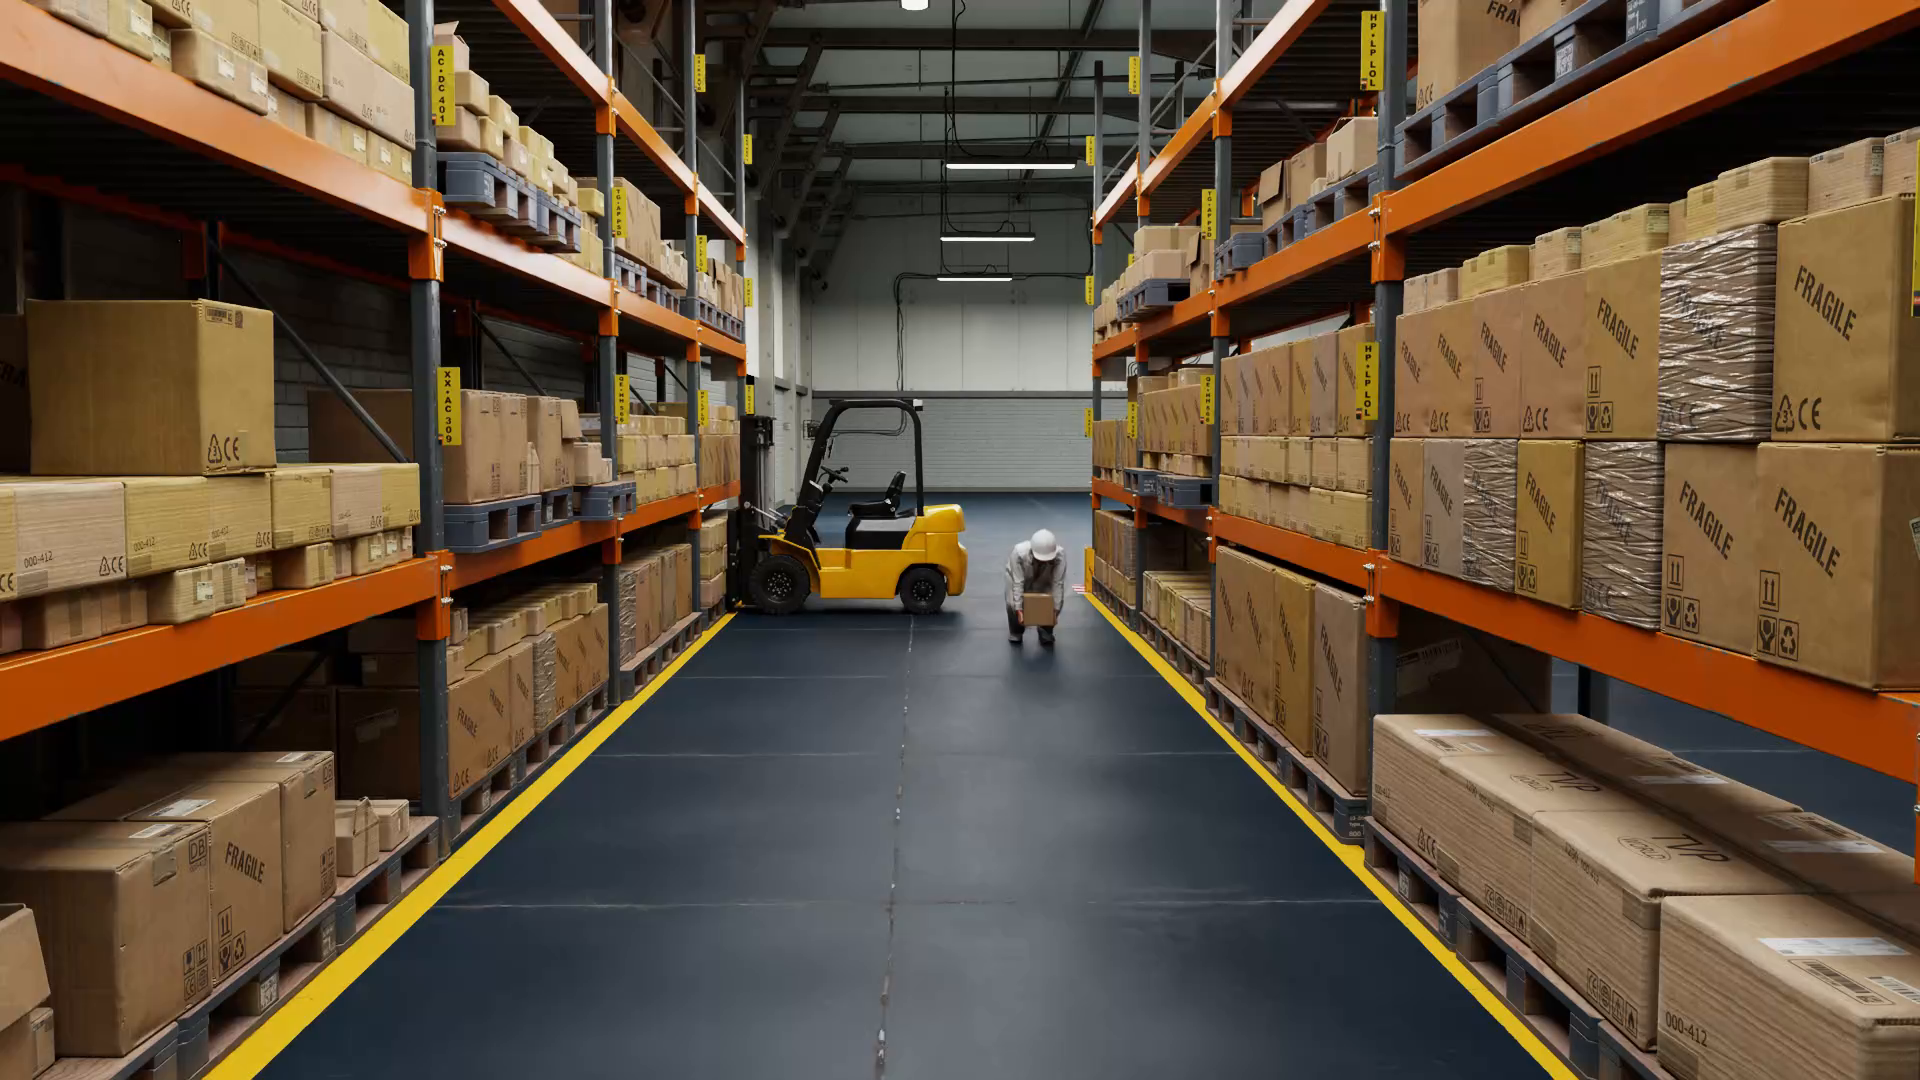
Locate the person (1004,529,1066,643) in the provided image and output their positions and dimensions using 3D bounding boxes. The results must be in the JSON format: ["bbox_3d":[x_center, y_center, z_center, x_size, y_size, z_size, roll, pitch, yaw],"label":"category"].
[{"bbox_3d":[0.649,0.393,14.419,0.515,1.014,0.887,0,4,-4],"label":"person"}]
